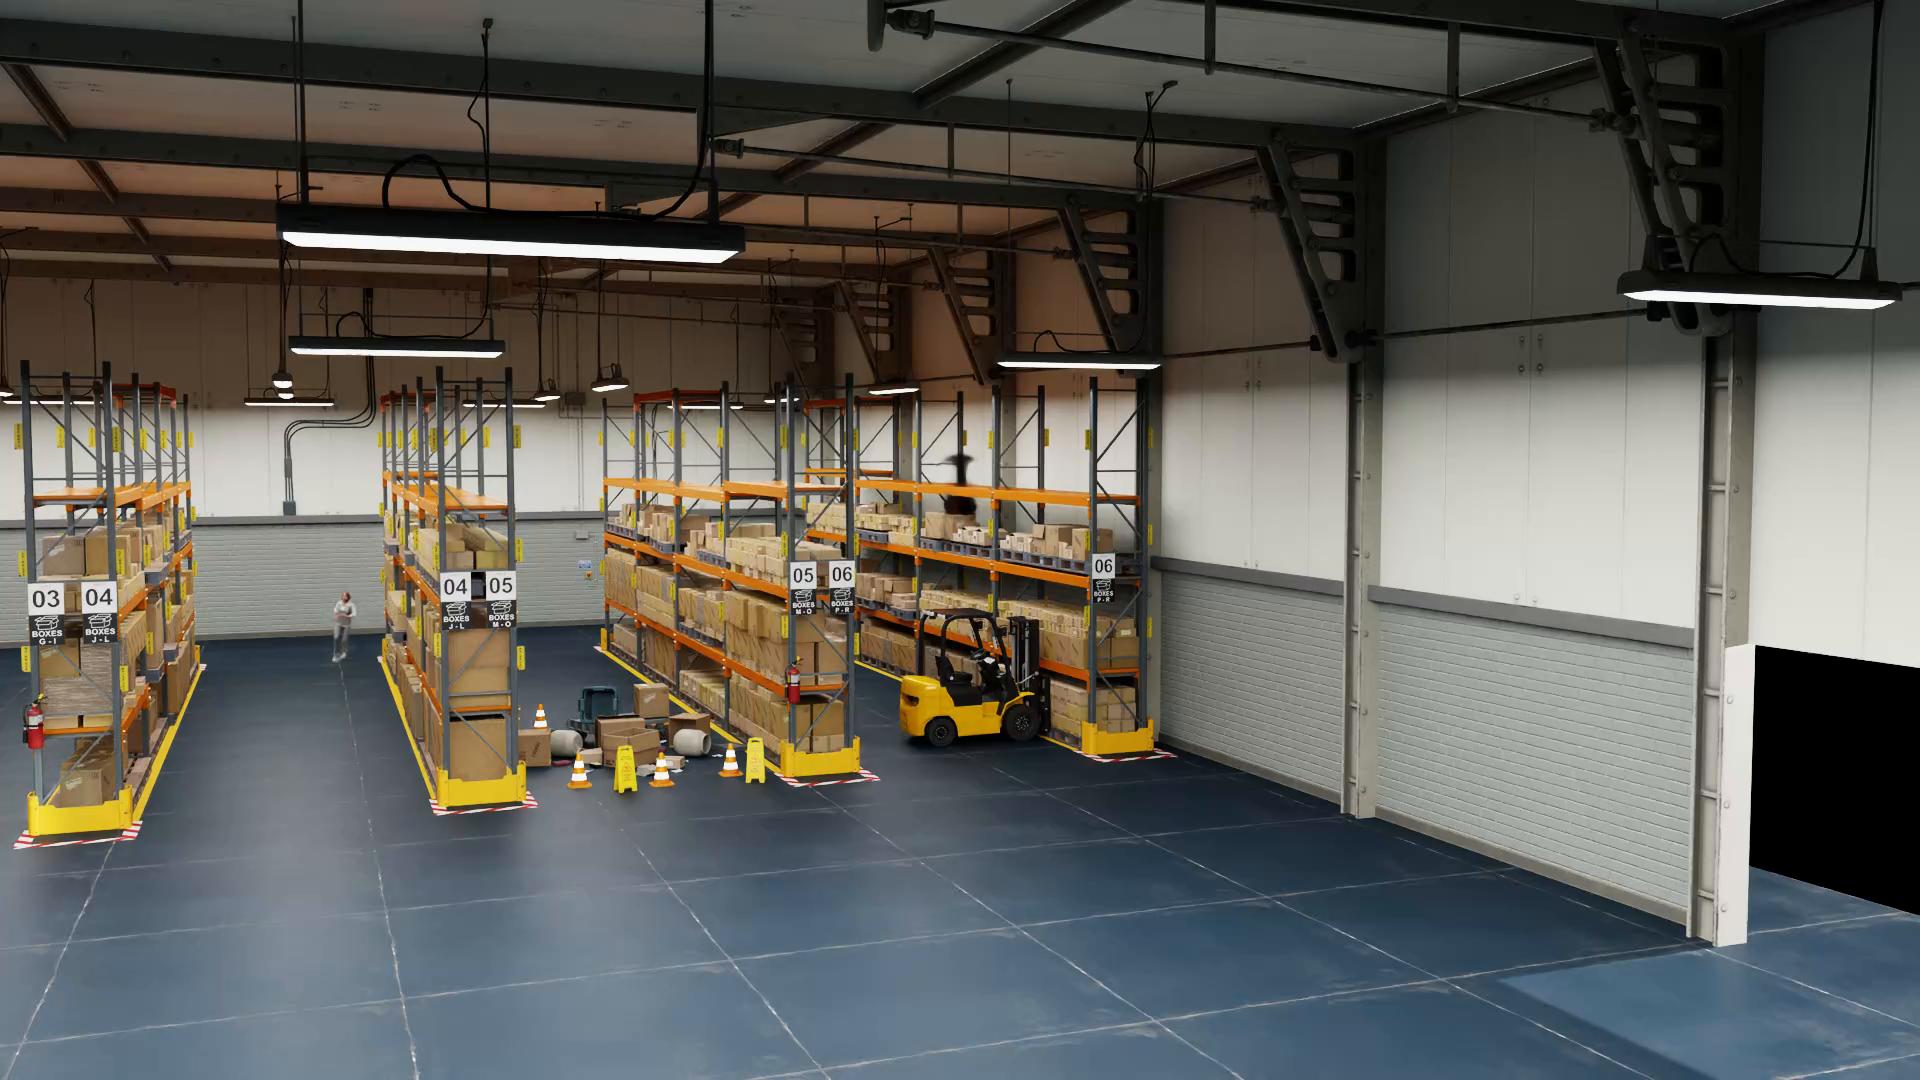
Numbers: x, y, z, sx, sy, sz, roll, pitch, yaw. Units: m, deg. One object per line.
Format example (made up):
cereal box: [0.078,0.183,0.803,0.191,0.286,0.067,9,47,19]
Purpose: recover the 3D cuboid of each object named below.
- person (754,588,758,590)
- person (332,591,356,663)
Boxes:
person: [-4.581,1.850,38.366,0.932,1.662,0.721,2,4,33]
person: [-13.882,1.972,37.584,0.533,1.622,0.658,0,3,-4]
